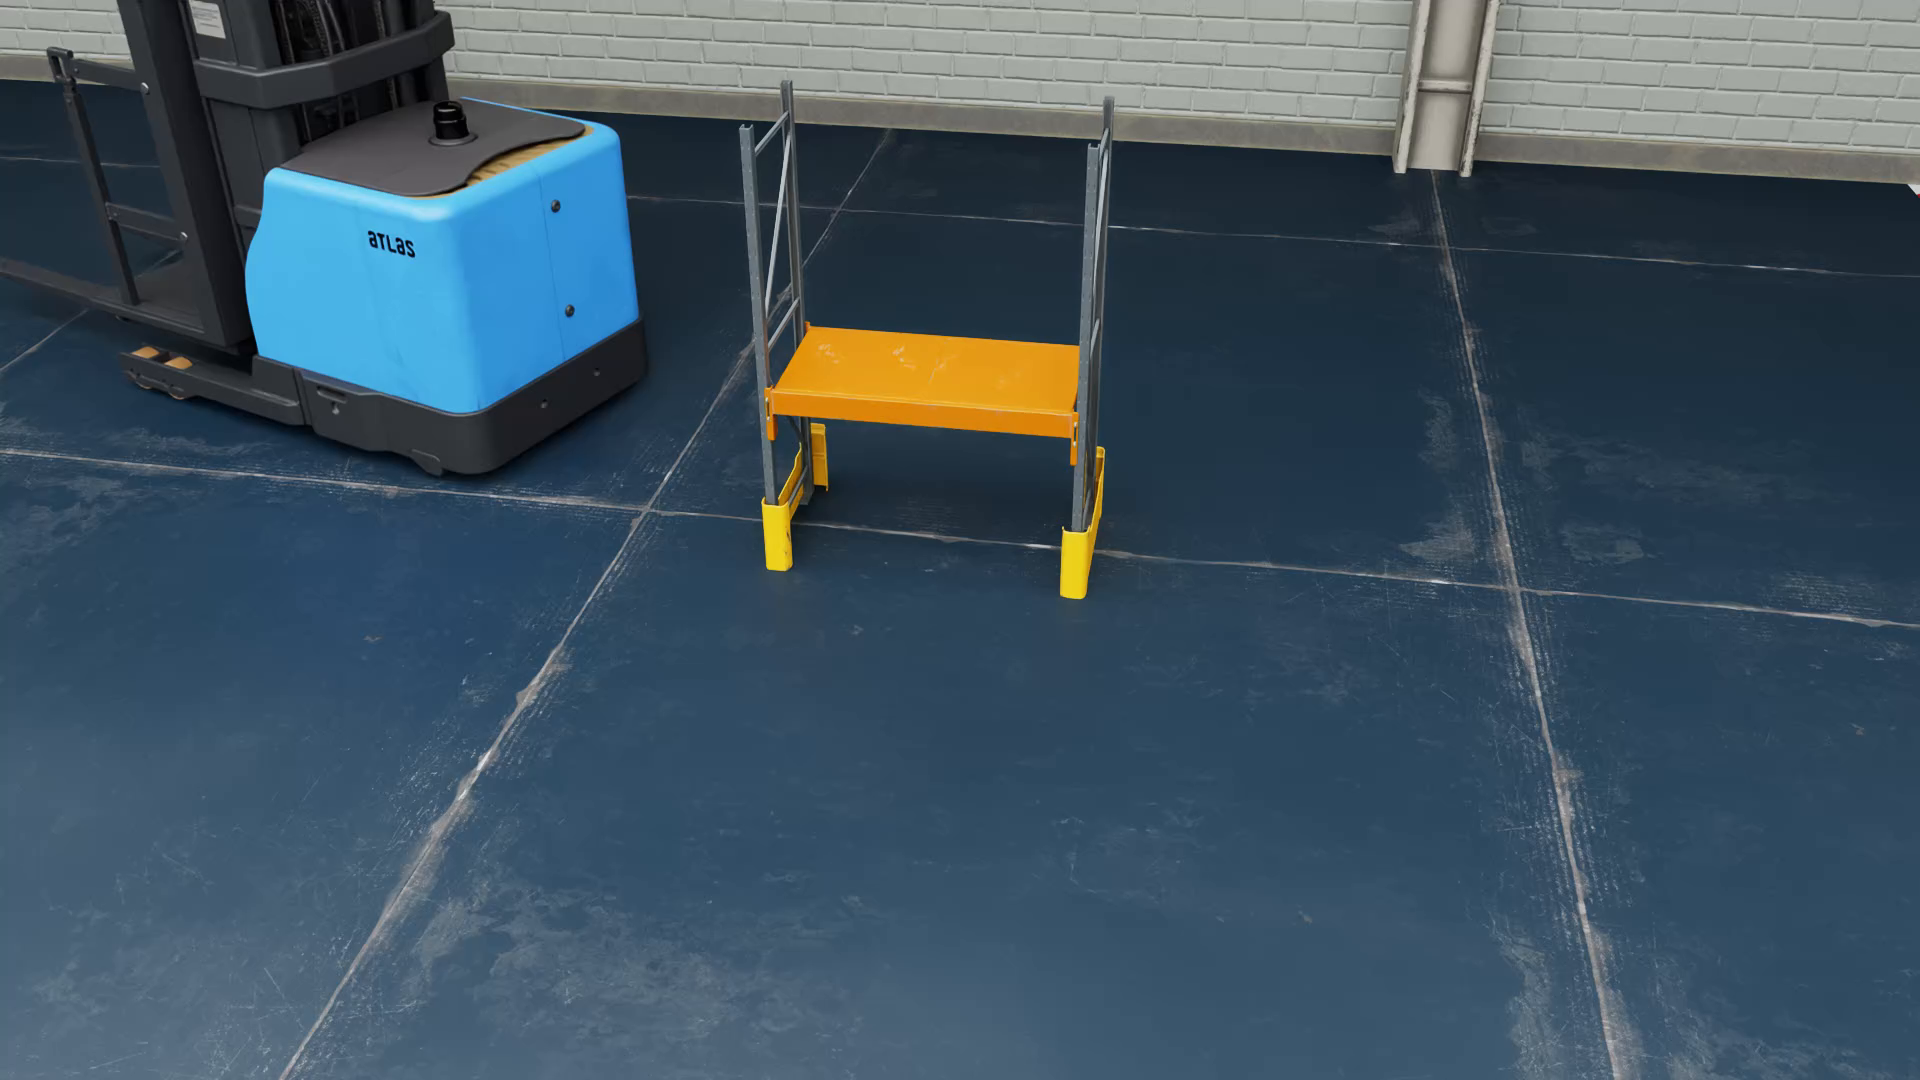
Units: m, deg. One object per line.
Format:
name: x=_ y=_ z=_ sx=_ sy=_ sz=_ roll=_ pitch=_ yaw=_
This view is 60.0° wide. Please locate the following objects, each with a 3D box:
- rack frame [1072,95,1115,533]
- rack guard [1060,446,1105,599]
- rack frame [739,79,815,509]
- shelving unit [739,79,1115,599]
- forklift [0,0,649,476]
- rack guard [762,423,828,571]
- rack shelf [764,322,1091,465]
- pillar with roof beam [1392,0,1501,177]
rack frame: x=0.417 y=-0.598 z=5.292 sx=0.032 sy=1.500 sz=0.500 roll=5 pitch=32 yaw=8
rack guard: x=0.416 y=-0.068 z=5.624 sx=0.087 sy=0.250 sz=0.587 roll=5 pitch=32 yaw=8
rack frame: x=-0.585 y=-0.689 z=5.437 sx=0.032 sy=1.500 sz=0.500 roll=5 pitch=32 yaw=8
shelving unit: x=-0.075 y=-0.643 z=5.363 sx=1.083 sy=1.500 sz=0.587 roll=5 pitch=32 yaw=8
forklift: x=-2.794 y=-2.029 z=6.230 sx=3.031 sy=2.935 sz=1.130 roll=16 pitch=36 yaw=24
rack guard: x=-0.566 y=-0.157 z=5.766 sx=0.087 sy=0.250 sz=0.587 roll=5 pitch=32 yaw=8
rack shelf: x=-0.084 y=-0.491 z=5.460 sx=1.000 sy=0.185 sz=0.538 roll=5 pitch=32 yaw=8
pillar with roof beam: x=1.820 y=-3.590 z=3.004 sx=0.400 sy=9.000 sz=9.100 roll=5 pitch=32 yaw=8
